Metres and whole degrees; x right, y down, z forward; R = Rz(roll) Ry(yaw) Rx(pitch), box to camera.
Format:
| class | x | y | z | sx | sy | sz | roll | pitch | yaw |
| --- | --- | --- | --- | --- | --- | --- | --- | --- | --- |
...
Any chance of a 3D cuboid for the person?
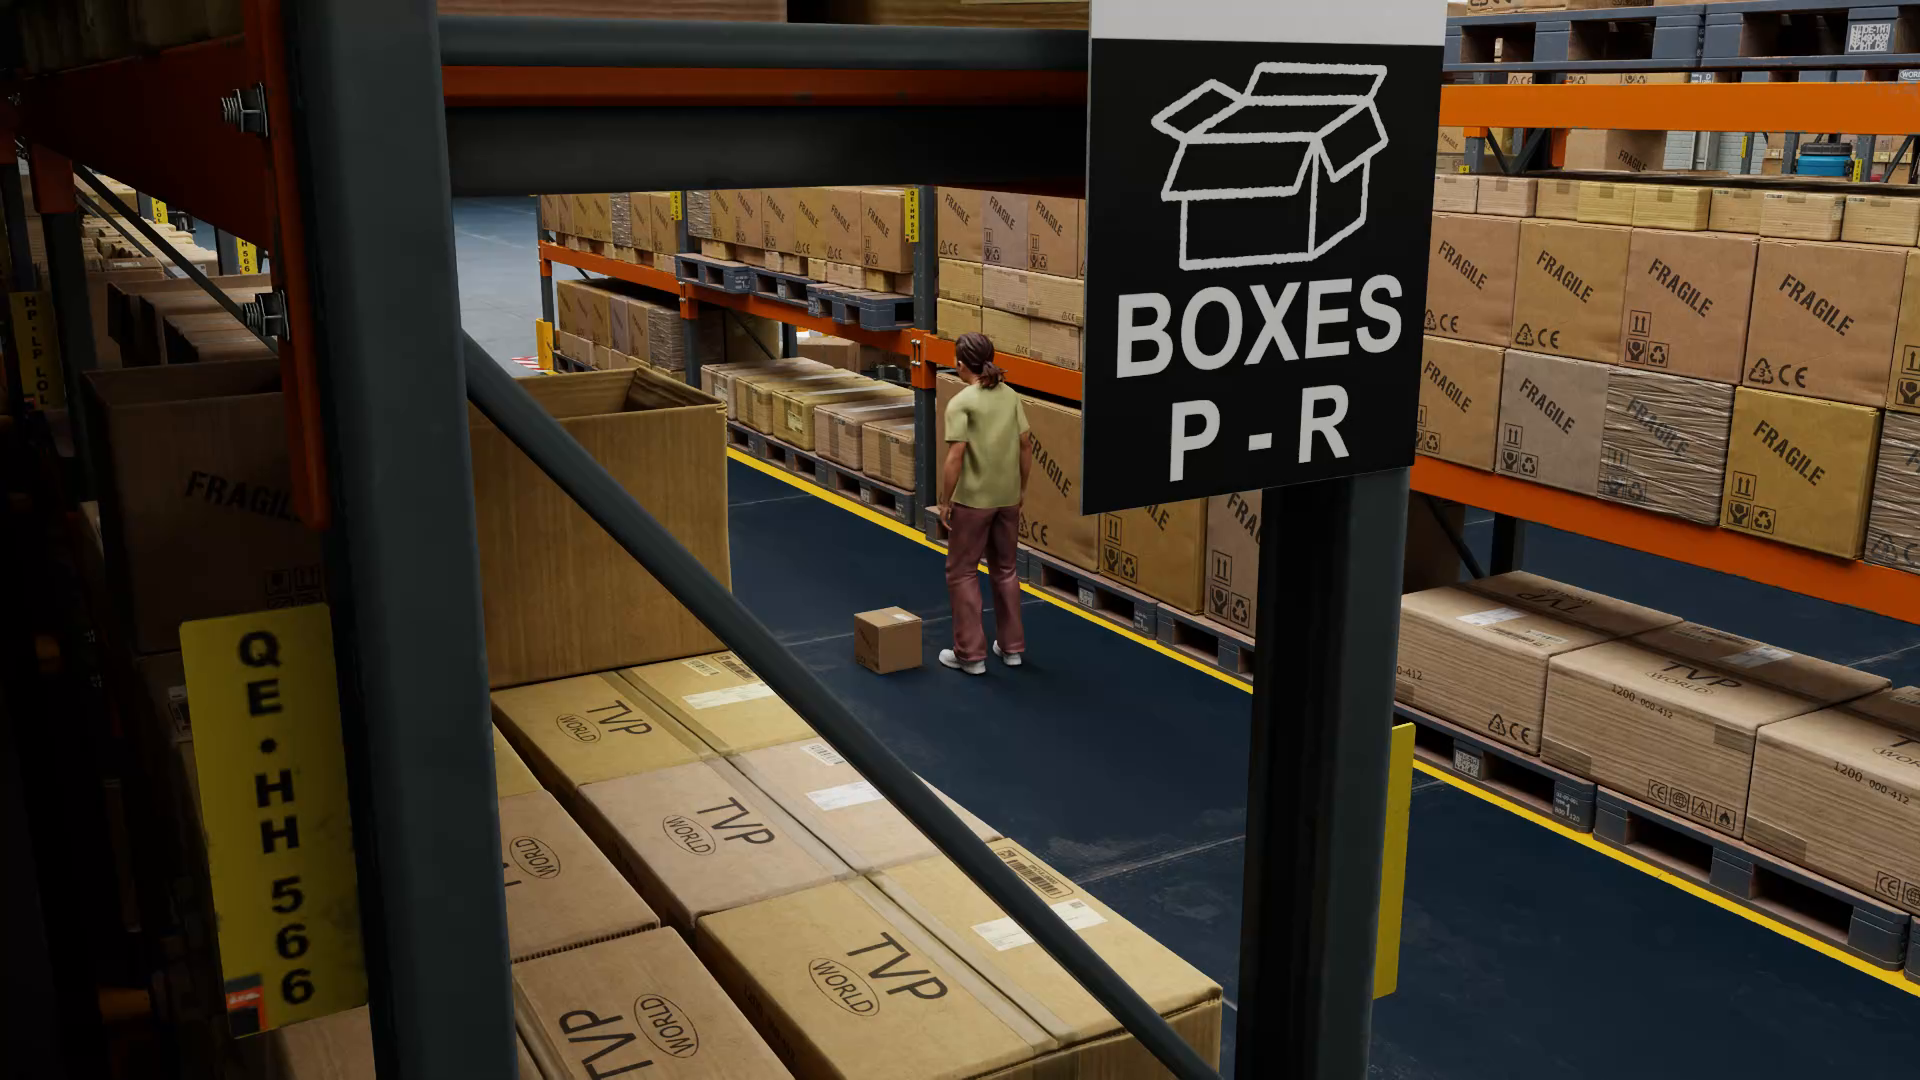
| class | x | y | z | sx | sy | sz | roll | pitch | yaw |
| --- | --- | --- | --- | --- | --- | --- | --- | --- | --- |
| person | 0.109 | -0.180 | 8.124 | 0.498 | 1.673 | 0.354 | -10 | 18 | -32 |
